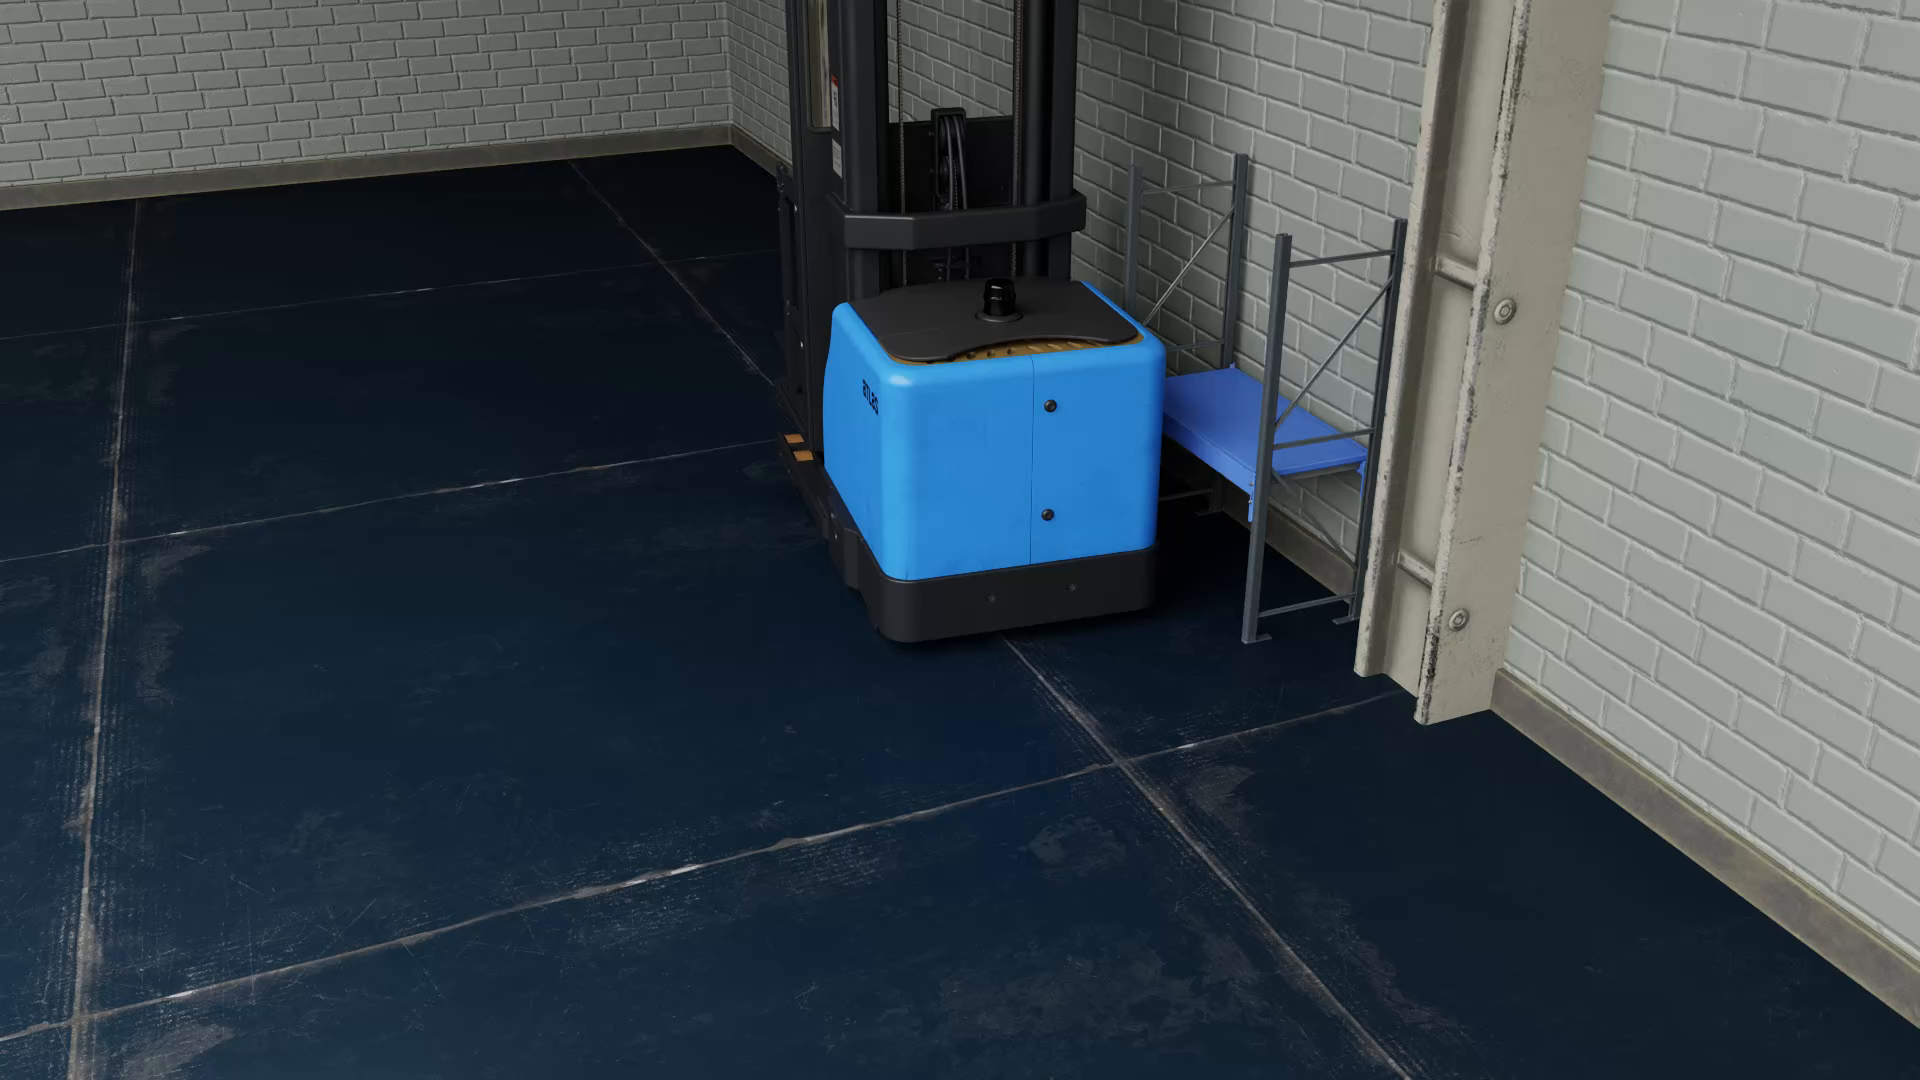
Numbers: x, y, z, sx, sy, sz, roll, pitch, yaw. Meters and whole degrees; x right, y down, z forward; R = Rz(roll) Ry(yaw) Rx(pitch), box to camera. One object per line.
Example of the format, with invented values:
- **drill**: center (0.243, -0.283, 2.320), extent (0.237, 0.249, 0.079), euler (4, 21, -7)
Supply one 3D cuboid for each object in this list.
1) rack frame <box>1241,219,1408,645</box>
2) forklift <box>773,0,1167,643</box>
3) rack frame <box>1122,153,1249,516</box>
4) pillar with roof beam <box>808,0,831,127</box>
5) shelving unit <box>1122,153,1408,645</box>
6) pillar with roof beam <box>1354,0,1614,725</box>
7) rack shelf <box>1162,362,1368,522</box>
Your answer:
- **rack frame**: center (1.252, -0.345, 5.747), extent (0.500, 1.500, 0.032), euler (-10, 28, -20)
- **forklift**: center (-0.179, -1.582, 6.649), extent (1.130, 2.935, 3.031), euler (-7, 27, -15)
- **rack frame**: center (0.863, -0.757, 6.591), extent (0.500, 1.500, 0.032), euler (-10, 28, -20)
- **pillar with roof beam**: center (-4.717, -5.219, 7.183), extent (9.100, 9.000, 0.400), euler (-11, 28, -21)
- **shelving unit**: center (1.057, -0.551, 6.169), extent (0.538, 1.500, 1.048), euler (-10, 28, -20)
- **pillar with roof beam**: center (-2.367, -2.797, 2.222), extent (9.100, 9.000, 0.400), euler (-11, 28, -21)
- **rack shelf**: center (1.057, -0.389, 6.248), extent (0.538, 0.185, 1.000), euler (-10, 28, -20)
